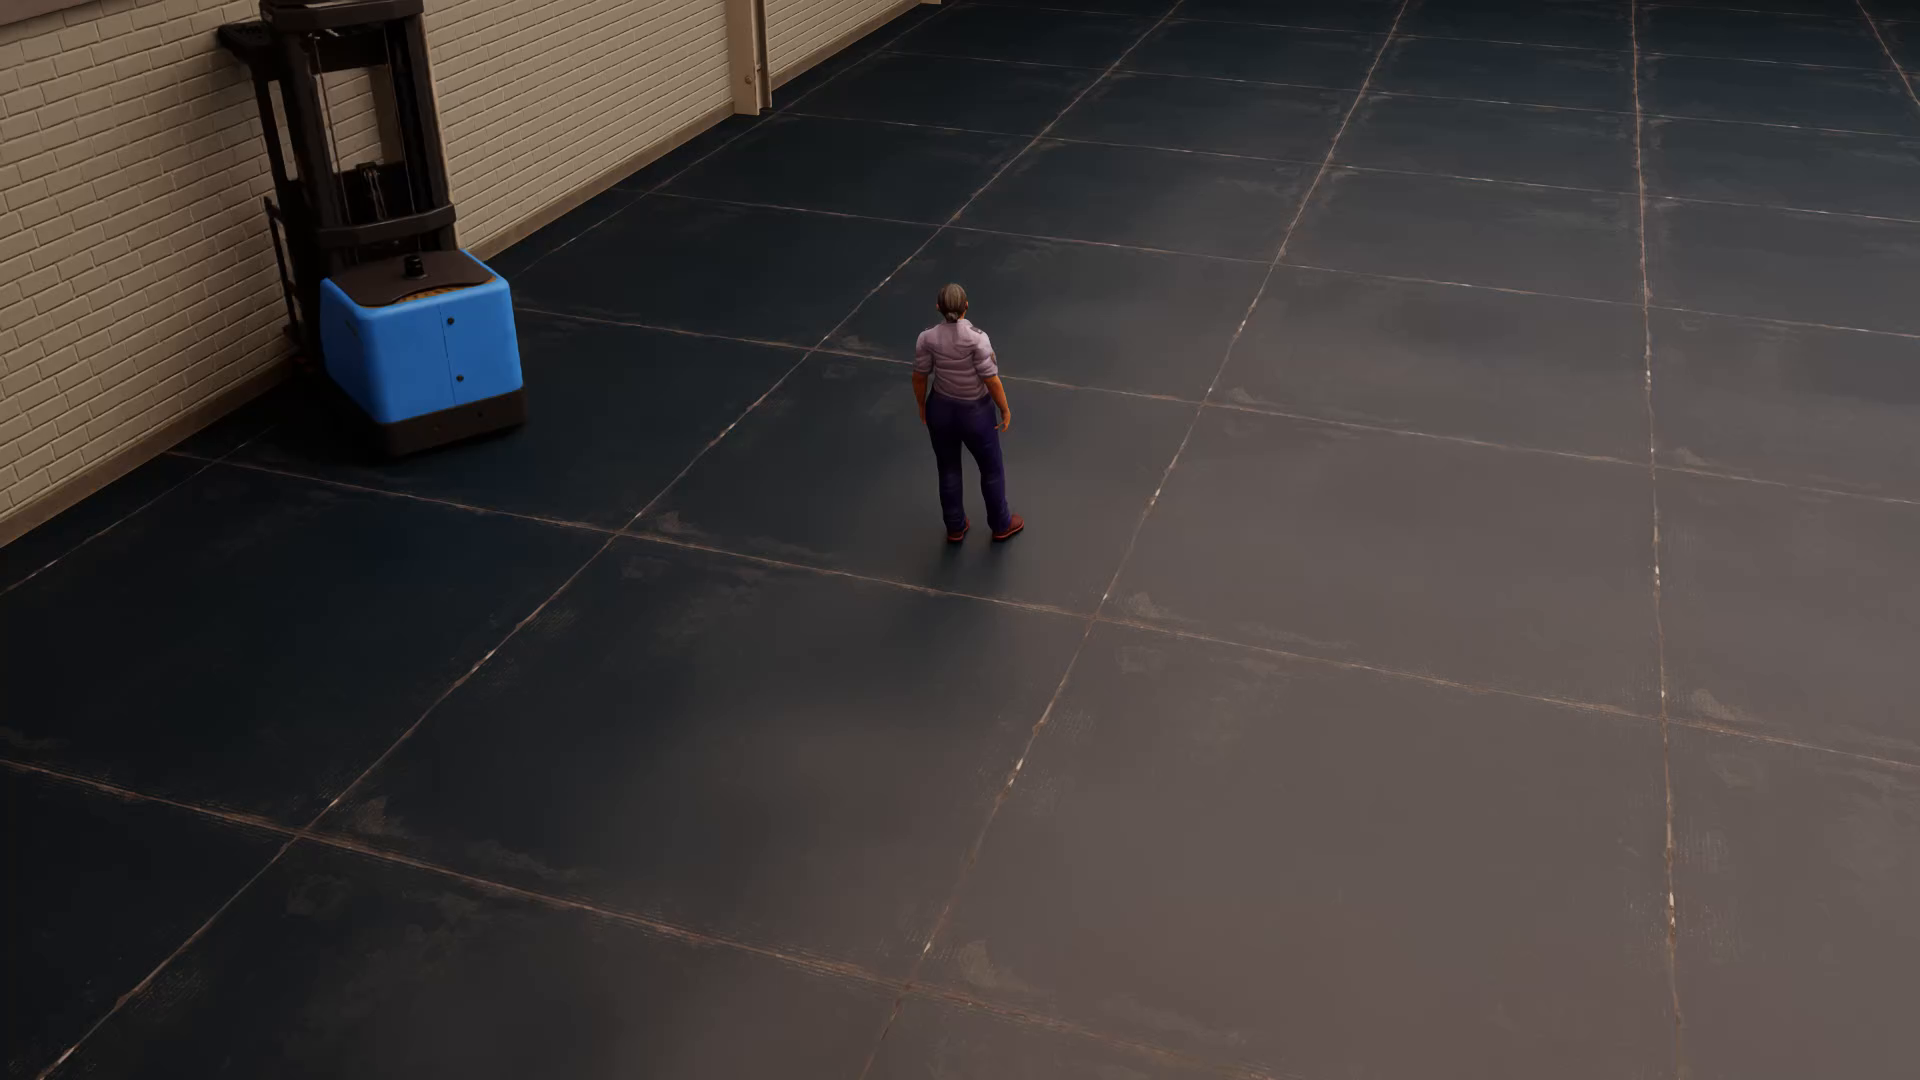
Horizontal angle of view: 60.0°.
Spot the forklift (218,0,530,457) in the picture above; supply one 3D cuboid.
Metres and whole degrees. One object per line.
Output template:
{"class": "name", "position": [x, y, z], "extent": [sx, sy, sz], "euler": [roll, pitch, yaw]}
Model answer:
{"class": "forklift", "position": [-4.230, -2.491, 11.506], "extent": [1.130, 2.935, 3.031], "euler": [-20, 35, -31]}

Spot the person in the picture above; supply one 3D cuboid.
{"class": "person", "position": [0.051, -0.757, 9.754], "extent": [0.598, 1.643, 0.502], "euler": [10, 31, 16]}
